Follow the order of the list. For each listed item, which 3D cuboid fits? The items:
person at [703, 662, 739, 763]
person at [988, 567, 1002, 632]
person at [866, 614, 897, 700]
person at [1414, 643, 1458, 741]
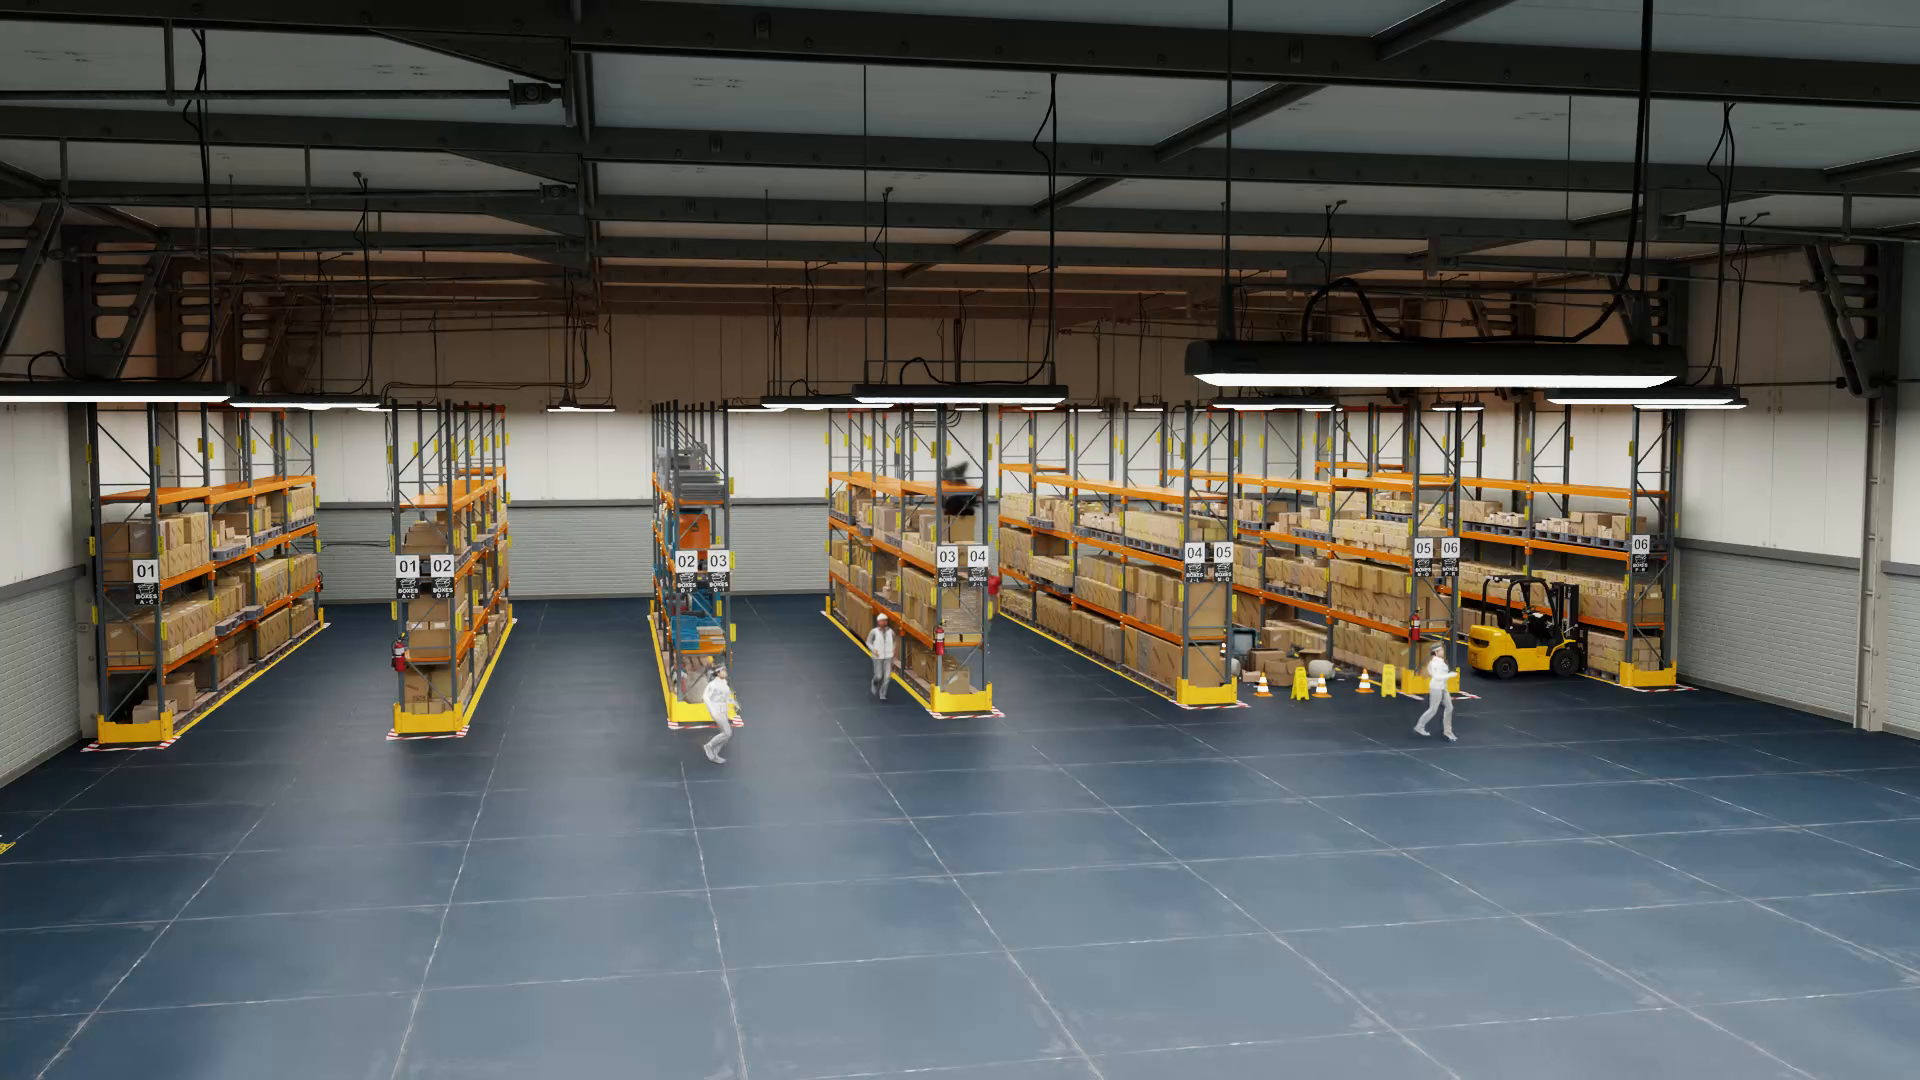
[{"bbox_3d":[-3.915,2.835,27.371,0.518,1.658,0.630,1,4,13],"label":"person"},{"bbox_3d":[0.790,1.568,44.090,0.661,1.697,0.564,0,4,-5],"label":"person"},{"bbox_3d":[-1.558,2.340,33.428,0.647,1.727,0.552,-2,5,-19],"label":"person"},{"bbox_3d":[8.398,2.662,29.275,0.740,1.743,0.600,3,5,31],"label":"person"}]
